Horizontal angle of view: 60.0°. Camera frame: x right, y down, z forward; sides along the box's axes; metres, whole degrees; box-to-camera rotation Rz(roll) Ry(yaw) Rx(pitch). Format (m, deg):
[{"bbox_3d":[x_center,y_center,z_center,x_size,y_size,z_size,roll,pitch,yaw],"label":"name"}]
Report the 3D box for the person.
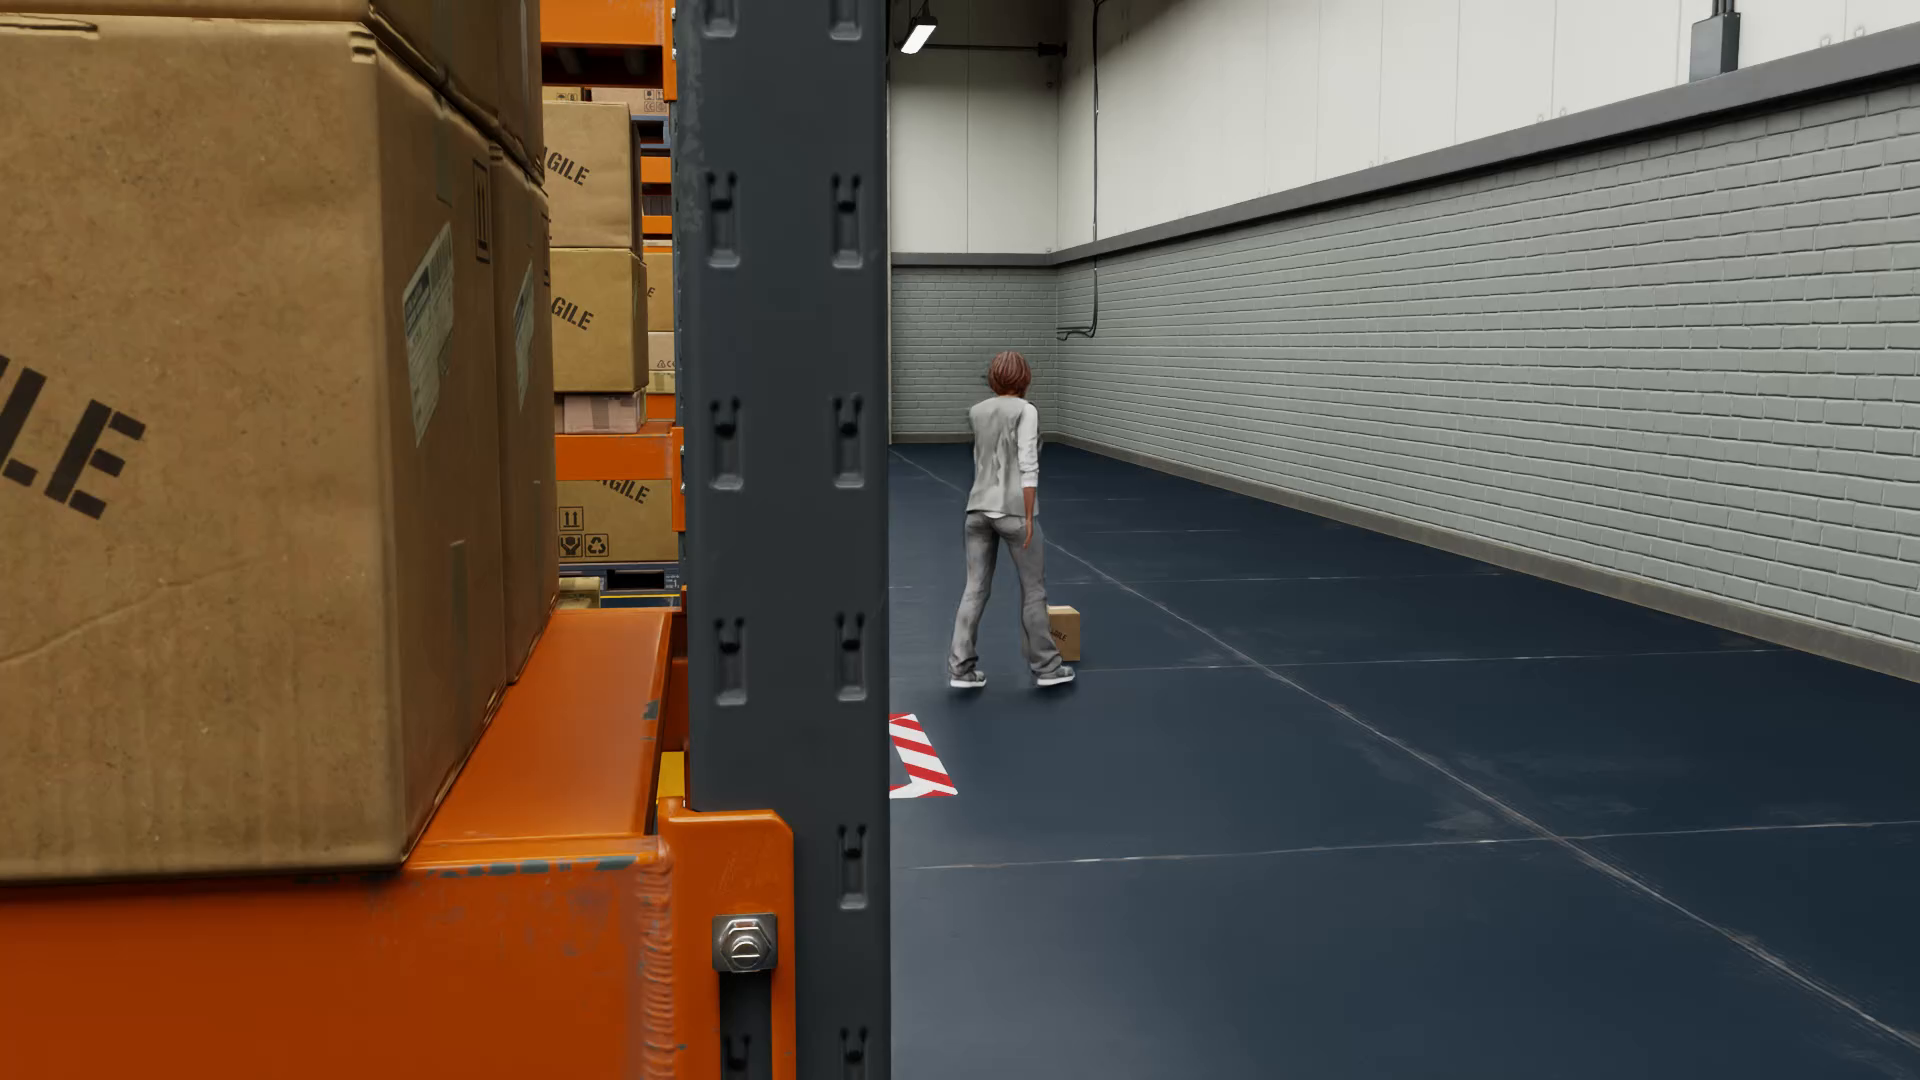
[{"bbox_3d":[0.208,-0.094,7.771,0.458,1.567,0.645,5,8,37],"label":"person"}]
